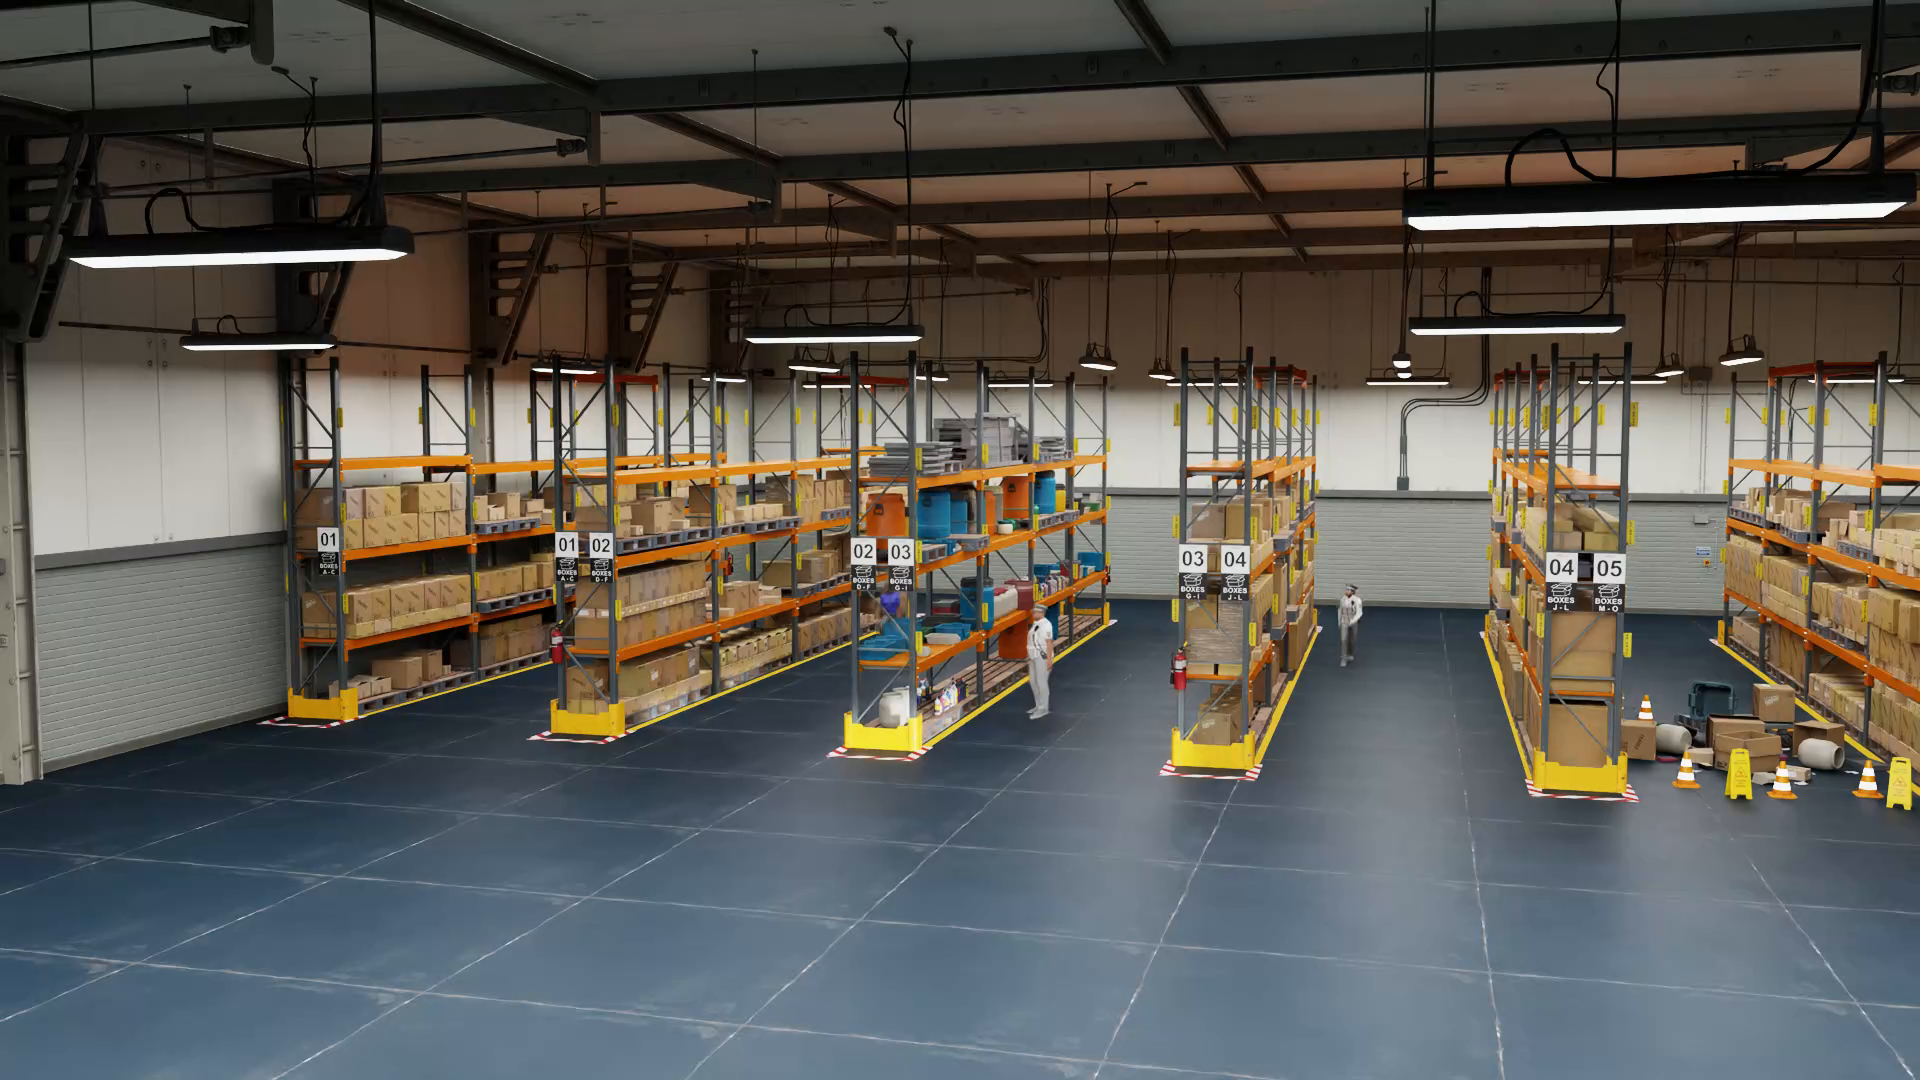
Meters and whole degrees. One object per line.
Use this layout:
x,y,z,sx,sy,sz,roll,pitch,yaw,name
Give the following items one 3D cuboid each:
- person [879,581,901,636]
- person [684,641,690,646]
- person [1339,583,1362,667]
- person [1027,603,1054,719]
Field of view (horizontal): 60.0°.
-1.453,1.627,34.590,0.504,1.522,0.945,1,4,9,person
-5.864,1.525,36.082,0.451,1.679,0.463,2,5,21,person
7.928,1.716,33.796,0.482,1.696,0.908,1,4,16,person
1.247,1.906,26.482,0.469,1.786,0.654,-1,4,-19,person
